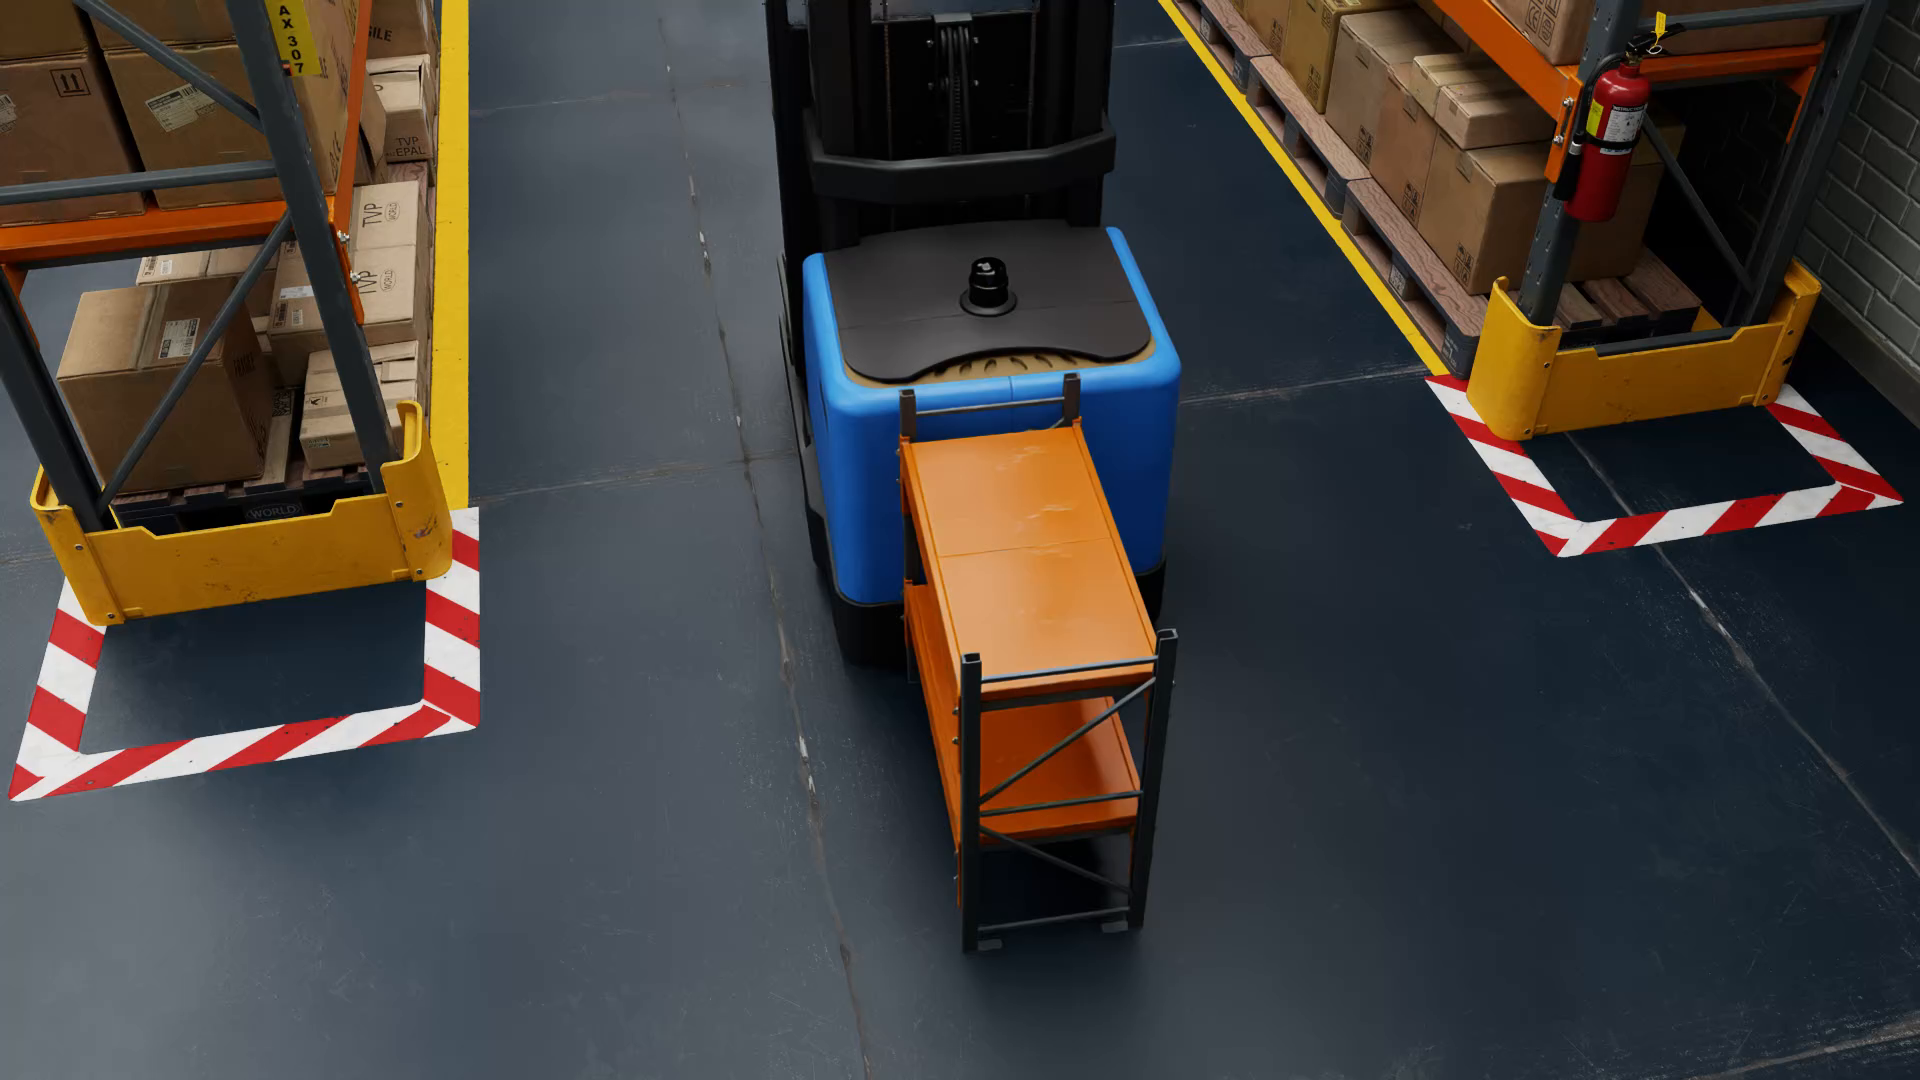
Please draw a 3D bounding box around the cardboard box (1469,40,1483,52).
[{"bbox_3d":[2.338,-2.032,6.858,0.380,0.149,0.250,-8,42,-9],"label":"cardboard box"}]

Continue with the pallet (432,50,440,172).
[{"bbox_3d":[-3.024,-2.082,7.937,1.003,0.211,1.213,-8,42,-9],"label":"pallet"}]

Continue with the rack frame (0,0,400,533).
[{"bbox_3d":[-2.308,-0.978,4.592,1.000,3.000,0.127,-8,42,-9],"label":"rack frame"}]

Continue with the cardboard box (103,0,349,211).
[{"bbox_3d":[-2.146,-1.340,4.925,0.500,0.500,0.500,-8,42,-8],"label":"cardboard box"}]

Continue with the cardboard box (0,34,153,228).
[{"bbox_3d":[-2.670,-1.266,4.842,0.500,0.500,0.500,-7,42,-8],"label":"cardboard box"}]

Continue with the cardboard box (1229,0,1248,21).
[{"bbox_3d":[1.726,-3.005,8.443,0.700,0.500,0.500,-8,42,-9],"label":"cardboard box"}]

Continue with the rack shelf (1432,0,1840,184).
[{"bbox_3d":[2.096,-2.717,7.093,1.077,0.370,4.000,-8,42,-9],"label":"rack shelf"}]

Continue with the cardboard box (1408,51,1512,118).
[{"bbox_3d":[2.018,-1.817,6.615,0.380,0.149,0.250,-7,42,-8],"label":"cardboard box"}]

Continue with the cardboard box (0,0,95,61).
[{"bbox_3d":[-2.672,-1.638,4.507,0.500,0.500,0.500,-9,42,-10],"label":"cardboard box"}]

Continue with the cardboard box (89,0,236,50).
[{"bbox_3d":[-2.146,-1.714,4.593,0.500,0.500,0.500,-7,42,-8],"label":"cardboard box"}]

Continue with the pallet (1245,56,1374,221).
[{"bbox_3d":[2.019,-1.943,7.780,1.003,0.211,1.213,-8,42,-9],"label":"pallet"}]

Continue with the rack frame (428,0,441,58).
[{"bbox_3d":[-3.171,-3.570,7.513,1.000,3.000,0.127,-8,42,-9],"label":"rack frame"}]

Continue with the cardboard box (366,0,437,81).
[{"bbox_3d":[-2.771,-2.471,7.826,0.500,0.500,0.500,-8,42,-9],"label":"cardboard box"}]

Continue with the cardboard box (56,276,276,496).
[{"bbox_3d":[-2.666,-0.524,5.633,0.500,0.500,0.500,-8,42,-9],"label":"cardboard box"}]

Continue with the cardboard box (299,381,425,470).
[{"bbox_3d":[-2.063,-0.397,5.753,0.380,0.149,0.250,-8,42,-9],"label":"cardboard box"}]

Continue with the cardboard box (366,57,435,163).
[{"bbox_3d":[-2.609,-1.915,7.341,0.500,0.311,0.500,-8,42,-9],"label":"cardboard box"}]

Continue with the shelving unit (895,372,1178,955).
[{"bbox_3d":[0.167,0.329,4.533,0.538,1.125,1.048,-6,42,-7],"label":"shelving unit"}]

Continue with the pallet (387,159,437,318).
[{"bbox_3d":[-2.757,-1.290,7.044,1.003,0.211,1.213,-8,42,-9],"label":"pallet"}]

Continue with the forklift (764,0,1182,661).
[{"bbox_3d":[-0.101,-1.699,5.457,1.130,2.935,3.031,-6,42,-7],"label":"forklift"}]

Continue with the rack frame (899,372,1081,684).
[{"bbox_3d":[0.083,-0.004,4.908,0.500,1.125,0.032,-6,42,-7],"label":"rack frame"}]

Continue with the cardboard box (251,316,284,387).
[{"bbox_3d":[-2.665,-0.675,6.054,0.380,0.166,0.250,-8,42,-9],"label":"cardboard box"}]

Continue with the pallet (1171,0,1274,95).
[{"bbox_3d":[1.753,-2.736,8.673,1.003,0.211,1.213,-8,42,-9],"label":"pallet"}]

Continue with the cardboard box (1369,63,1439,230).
[{"bbox_3d":[2.171,-1.676,6.945,0.700,0.500,0.500,-8,42,-9],"label":"cardboard box"}]

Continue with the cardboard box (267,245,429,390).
[{"bbox_3d":[-2.256,-0.831,6.167,0.500,0.250,0.500,-8,42,-9],"label":"cardboard box"}]

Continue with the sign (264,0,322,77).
[{"bbox_3d":[-1.778,-1.379,4.392,0.100,0.325,0.005,-8,42,-9],"label":"sign"}]

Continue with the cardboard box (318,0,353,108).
[{"bbox_3d":[-2.263,-1.674,5.301,0.500,0.500,0.500,-9,42,-10],"label":"cardboard box"}]

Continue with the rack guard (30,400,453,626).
[{"bbox_3d":[-2.324,-0.092,5.477,1.175,0.500,0.348,-8,42,-9],"label":"rack guard"}]

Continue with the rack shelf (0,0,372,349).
[{"bbox_3d":[-2.740,-2.005,6.291,1.077,0.370,4.000,-8,42,-9],"label":"rack shelf"}]

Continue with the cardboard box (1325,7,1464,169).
[{"bbox_3d":[2.062,-2.002,7.312,0.700,0.500,0.500,-10,42,-11],"label":"cardboard box"}]

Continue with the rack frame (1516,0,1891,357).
[{"bbox_3d":[2.528,-1.690,5.394,1.000,3.000,0.127,-8,42,-9],"label":"rack frame"}]

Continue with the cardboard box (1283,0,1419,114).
[{"bbox_3d":[1.940,-2.346,7.700,0.700,0.500,0.500,-7,42,-8],"label":"cardboard box"}]

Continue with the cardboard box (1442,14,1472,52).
[{"bbox_3d":[2.282,-2.197,7.044,0.380,0.149,0.250,-8,42,-9],"label":"cardboard box"}]

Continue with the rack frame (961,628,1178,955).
[{"bbox_3d":[0.251,0.661,4.158,0.500,1.125,0.032,-6,42,-7],"label":"rack frame"}]

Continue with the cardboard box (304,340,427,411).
[{"bbox_3d":[-2.117,-0.565,5.930,0.380,0.166,0.250,-8,42,-9],"label":"cardboard box"}]

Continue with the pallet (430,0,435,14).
[{"bbox_3d":[-3.384,-3.049,9.026,1.003,0.211,1.213,-8,42,-9],"label":"pallet"}]

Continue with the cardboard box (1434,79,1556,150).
[{"bbox_3d":[2.074,-1.651,6.429,0.380,0.149,0.250,-9,42,-10],"label":"cardboard box"}]

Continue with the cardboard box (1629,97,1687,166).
[{"bbox_3d":[2.502,-1.542,6.305,0.380,0.149,0.250,-8,42,-9],"label":"cardboard box"}]

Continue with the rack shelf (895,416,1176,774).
[{"bbox_3d":[0.167,0.110,4.338,0.538,0.278,1.000,-6,42,-7],"label":"rack shelf"}]

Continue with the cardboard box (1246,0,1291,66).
[{"bbox_3d":[1.831,-2.679,8.075,0.700,0.500,0.500,-9,42,-10],"label":"cardboard box"}]

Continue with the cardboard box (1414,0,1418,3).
[{"bbox_3d":[2.172,-2.527,7.416,0.380,0.149,0.250,-9,42,-10],"label":"cardboard box"}]

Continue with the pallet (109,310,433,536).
[{"bbox_3d":[-2.497,-0.501,6.155,1.003,0.211,1.213,-8,42,-9],"label":"pallet"}]

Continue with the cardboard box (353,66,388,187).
[{"bbox_3d":[-2.761,-1.584,6.824,0.797,0.503,0.637,-8,42,-9],"label":"cardboard box"}]

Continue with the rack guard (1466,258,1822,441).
[{"bbox_3d":[2.533,-0.739,6.206,1.175,0.500,0.348,-8,42,-9],"label":"rack guard"}]

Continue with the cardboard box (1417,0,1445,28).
[{"bbox_3d":[2.226,-2.363,7.231,0.380,0.149,0.250,-8,42,-9],"label":"cardboard box"}]

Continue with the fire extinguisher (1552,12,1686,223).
[{"bbox_3d":[2.110,-1.358,5.359,0.296,0.674,0.183,-8,42,-9],"label":"fire extinguisher"}]

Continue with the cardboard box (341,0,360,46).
[{"bbox_3d":[-2.368,-2.000,5.668,0.500,0.500,0.500,-8,42,-9],"label":"cardboard box"}]

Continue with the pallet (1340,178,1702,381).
[{"bbox_3d":[2.279,-1.154,6.891,1.003,0.211,1.213,-8,42,-9],"label":"pallet"}]

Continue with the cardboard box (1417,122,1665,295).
[{"bbox_3d":[2.279,-1.351,6.580,0.700,0.500,0.500,-8,42,-9],"label":"cardboard box"}]

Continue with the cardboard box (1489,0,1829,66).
[{"bbox_3d":[2.408,-2.131,5.665,0.980,0.700,0.700,-7,42,-7],"label":"cardboard box"}]

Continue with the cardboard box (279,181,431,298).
[{"bbox_3d":[-2.364,-1.155,6.532,0.500,0.250,0.500,-8,42,-9],"label":"cardboard box"}]

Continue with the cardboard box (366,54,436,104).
[{"bbox_3d":[-2.632,-2.106,7.679,0.380,0.149,0.250,-8,42,-9],"label":"cardboard box"}]

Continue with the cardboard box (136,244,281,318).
[{"bbox_3d":[-2.842,-1.051,6.414,0.500,0.250,0.500,-8,42,-9],"label":"cardboard box"}]

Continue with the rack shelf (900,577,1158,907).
[{"bbox_3d":[0.167,0.511,4.695,0.538,0.278,1.000,-6,42,-7],"label":"rack shelf"}]
